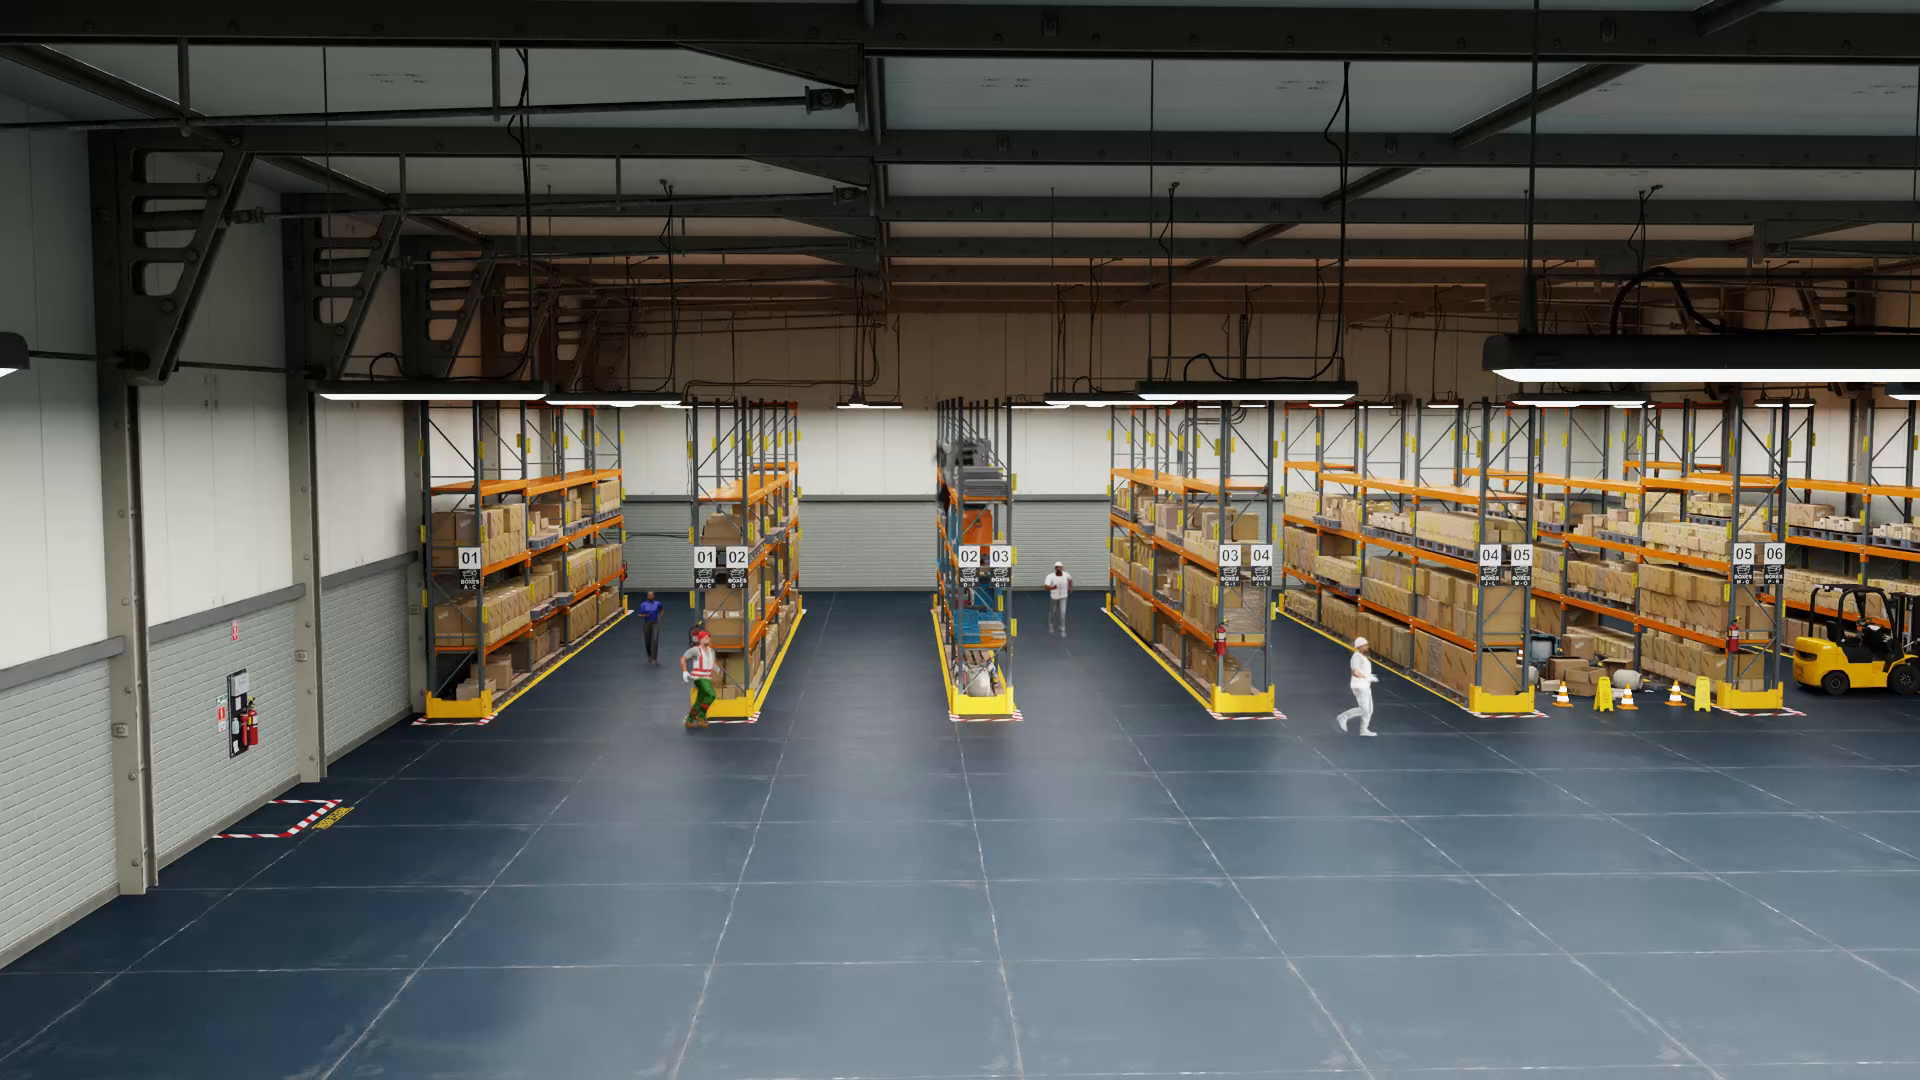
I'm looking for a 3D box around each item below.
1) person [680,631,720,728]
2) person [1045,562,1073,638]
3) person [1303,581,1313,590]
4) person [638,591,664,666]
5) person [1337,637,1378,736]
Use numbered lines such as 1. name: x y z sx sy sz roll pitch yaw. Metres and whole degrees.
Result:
1. person: -4.616 2.513 29.995 0.667 1.735 0.676 2 5 29
2. person: 2.404 1.427 40.494 0.712 1.824 0.880 0 4 -6
3. person: 10.307 1.095 48.931 0.576 1.695 0.675 3 5 37
4. person: -6.966 1.968 37.491 0.575 1.657 0.909 -1 4 -10
5. person: 7.029 2.586 29.295 0.721 1.761 0.714 2 5 23
